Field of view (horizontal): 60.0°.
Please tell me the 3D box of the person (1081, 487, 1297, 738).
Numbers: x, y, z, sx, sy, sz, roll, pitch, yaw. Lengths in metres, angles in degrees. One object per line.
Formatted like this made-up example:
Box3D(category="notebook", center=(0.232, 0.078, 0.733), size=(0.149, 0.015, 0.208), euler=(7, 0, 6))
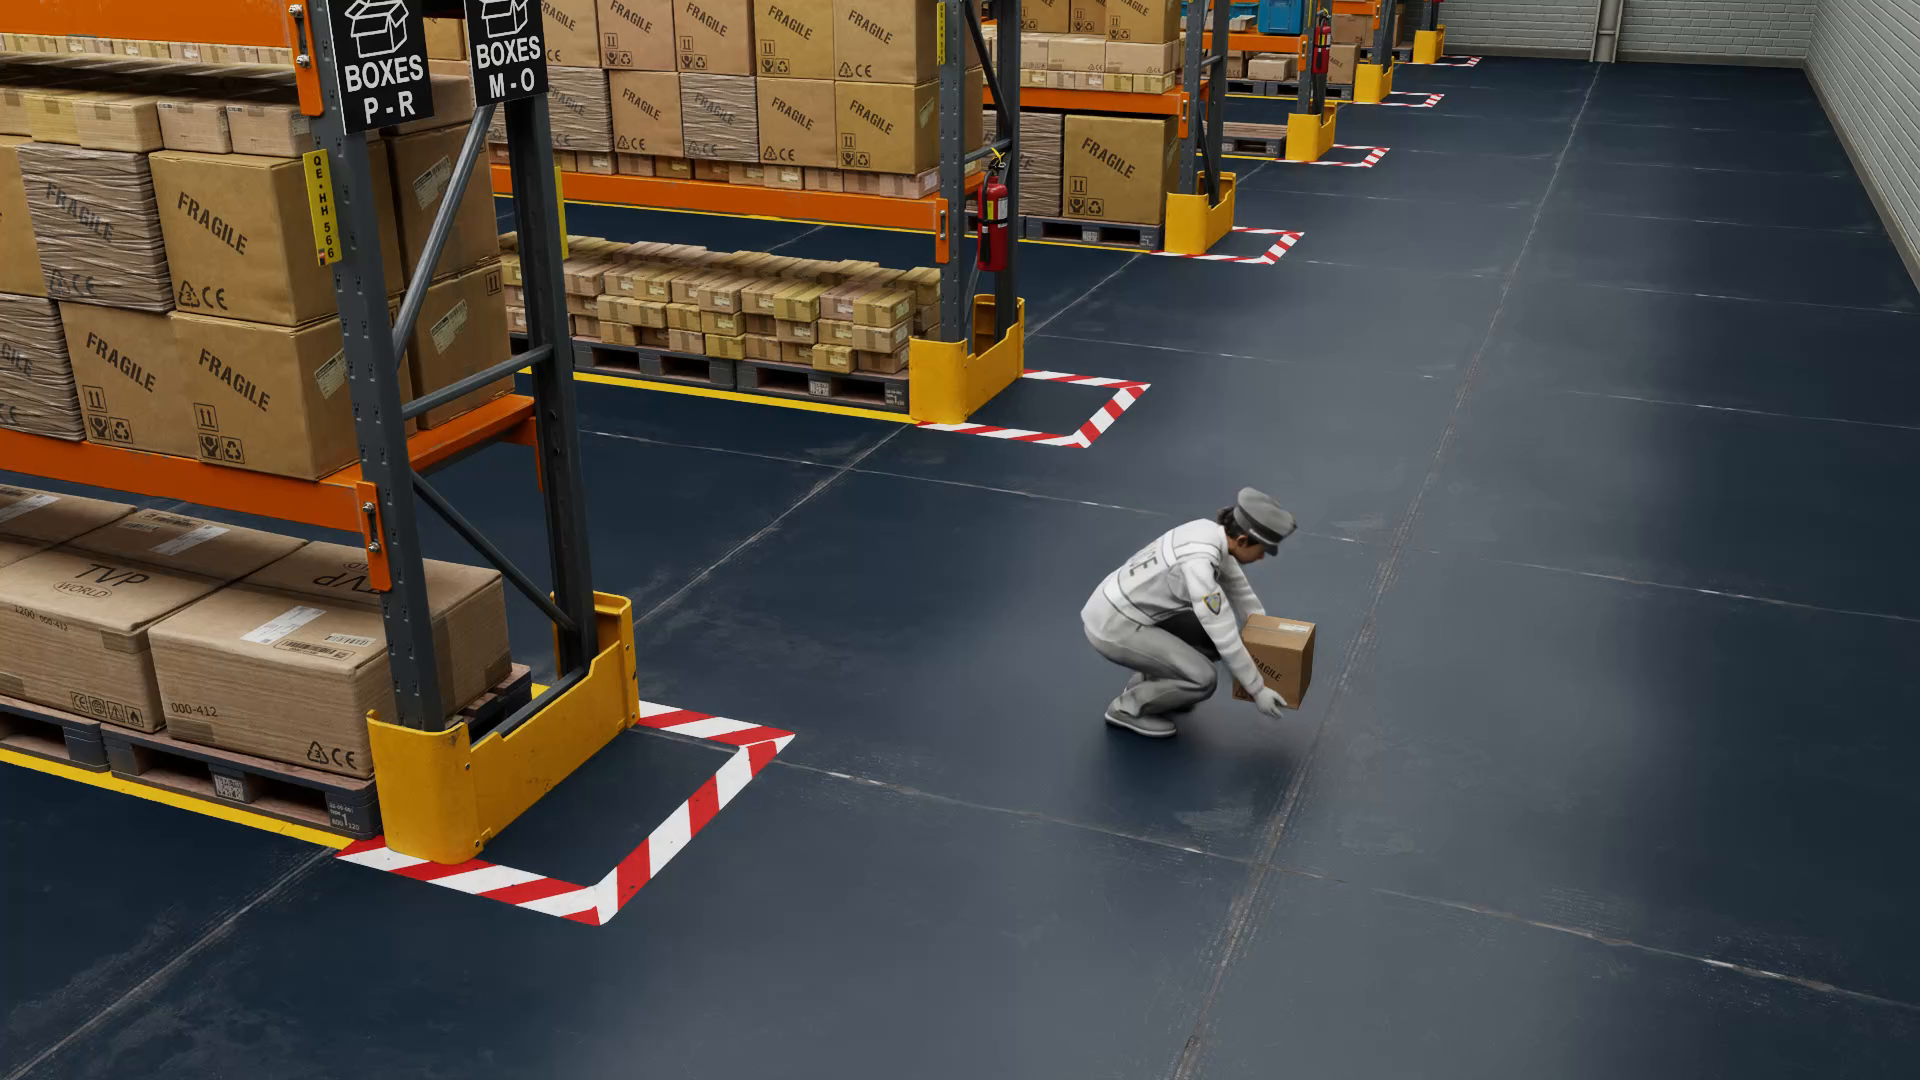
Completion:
Box3D(category="person", center=(0.890, 0.268, 6.365), size=(0.834, 0.977, 0.469), euler=(8, 24, 19))
